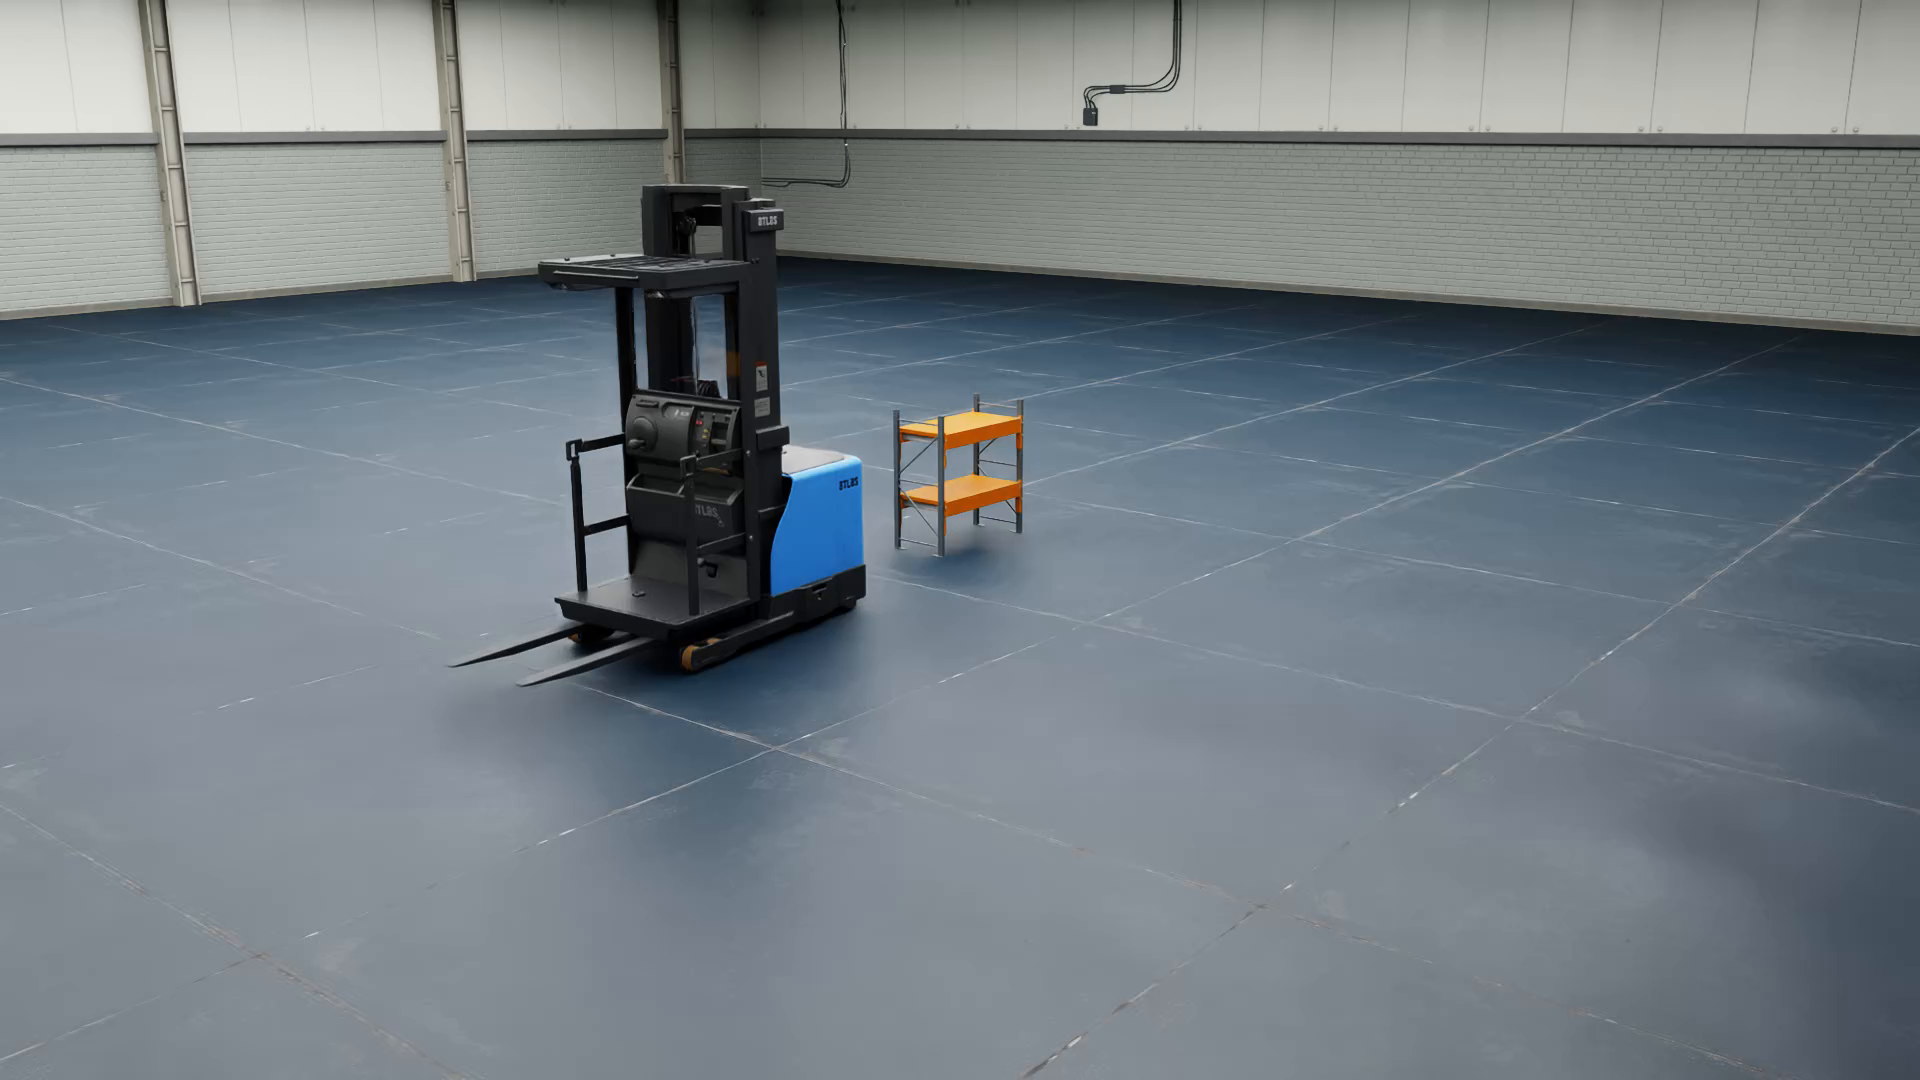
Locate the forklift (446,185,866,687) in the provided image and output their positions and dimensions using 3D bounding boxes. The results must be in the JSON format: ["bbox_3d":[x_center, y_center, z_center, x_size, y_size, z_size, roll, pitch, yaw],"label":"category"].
[{"bbox_3d":[-1.910,-0.729,10.539,1.130,2.935,3.031,10,17,33],"label":"forklift"}]

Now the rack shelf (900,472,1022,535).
[{"bbox_3d":[-0.004,-0.307,13.540,0.538,0.278,1.000,11,18,38],"label":"rack shelf"}]

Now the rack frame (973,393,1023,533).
[{"bbox_3d":[0.315,-0.641,13.863,0.500,1.125,0.032,11,18,38],"label":"rack frame"}]

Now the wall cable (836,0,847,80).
[{"bbox_3d":[-1.744,-11.885,38.180,3.097,2.526,0.112,11,18,38],"label":"wall cable"}]

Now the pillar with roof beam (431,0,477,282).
[{"bbox_3d":[-7.151,-9.186,31.507,9.100,9.000,0.400,11,18,38],"label":"pillar with roof beam"}]

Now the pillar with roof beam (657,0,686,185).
[{"bbox_3d":[-3.380,-10.335,36.030,9.100,9.000,0.400,11,18,38],"label":"pillar with roof beam"}]

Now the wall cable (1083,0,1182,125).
[{"bbox_3d":[3.526,-11.537,33.854,2.305,6.003,0.169,11,18,38],"label":"wall cable"}]

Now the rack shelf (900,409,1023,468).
[{"bbox_3d":[-0.004,-0.828,13.407,0.538,0.278,1.000,11,18,38],"label":"rack shelf"}]

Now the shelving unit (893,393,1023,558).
[{"bbox_3d":[-0.004,-0.544,13.479,0.538,1.125,1.048,11,18,38],"label":"shelving unit"}]

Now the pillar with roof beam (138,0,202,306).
[{"bbox_3d":[-10.922,-8.037,26.983,9.100,9.000,0.400,11,18,38],"label":"pillar with roof beam"}]

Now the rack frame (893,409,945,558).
[{"bbox_3d":[-0.324,-0.447,13.096,0.500,1.125,0.032,11,18,38],"label":"rack frame"}]

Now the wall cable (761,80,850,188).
[{"bbox_3d":[-3.848,-9.856,40.450,3.097,2.526,0.112,11,18,38],"label":"wall cable"}]
